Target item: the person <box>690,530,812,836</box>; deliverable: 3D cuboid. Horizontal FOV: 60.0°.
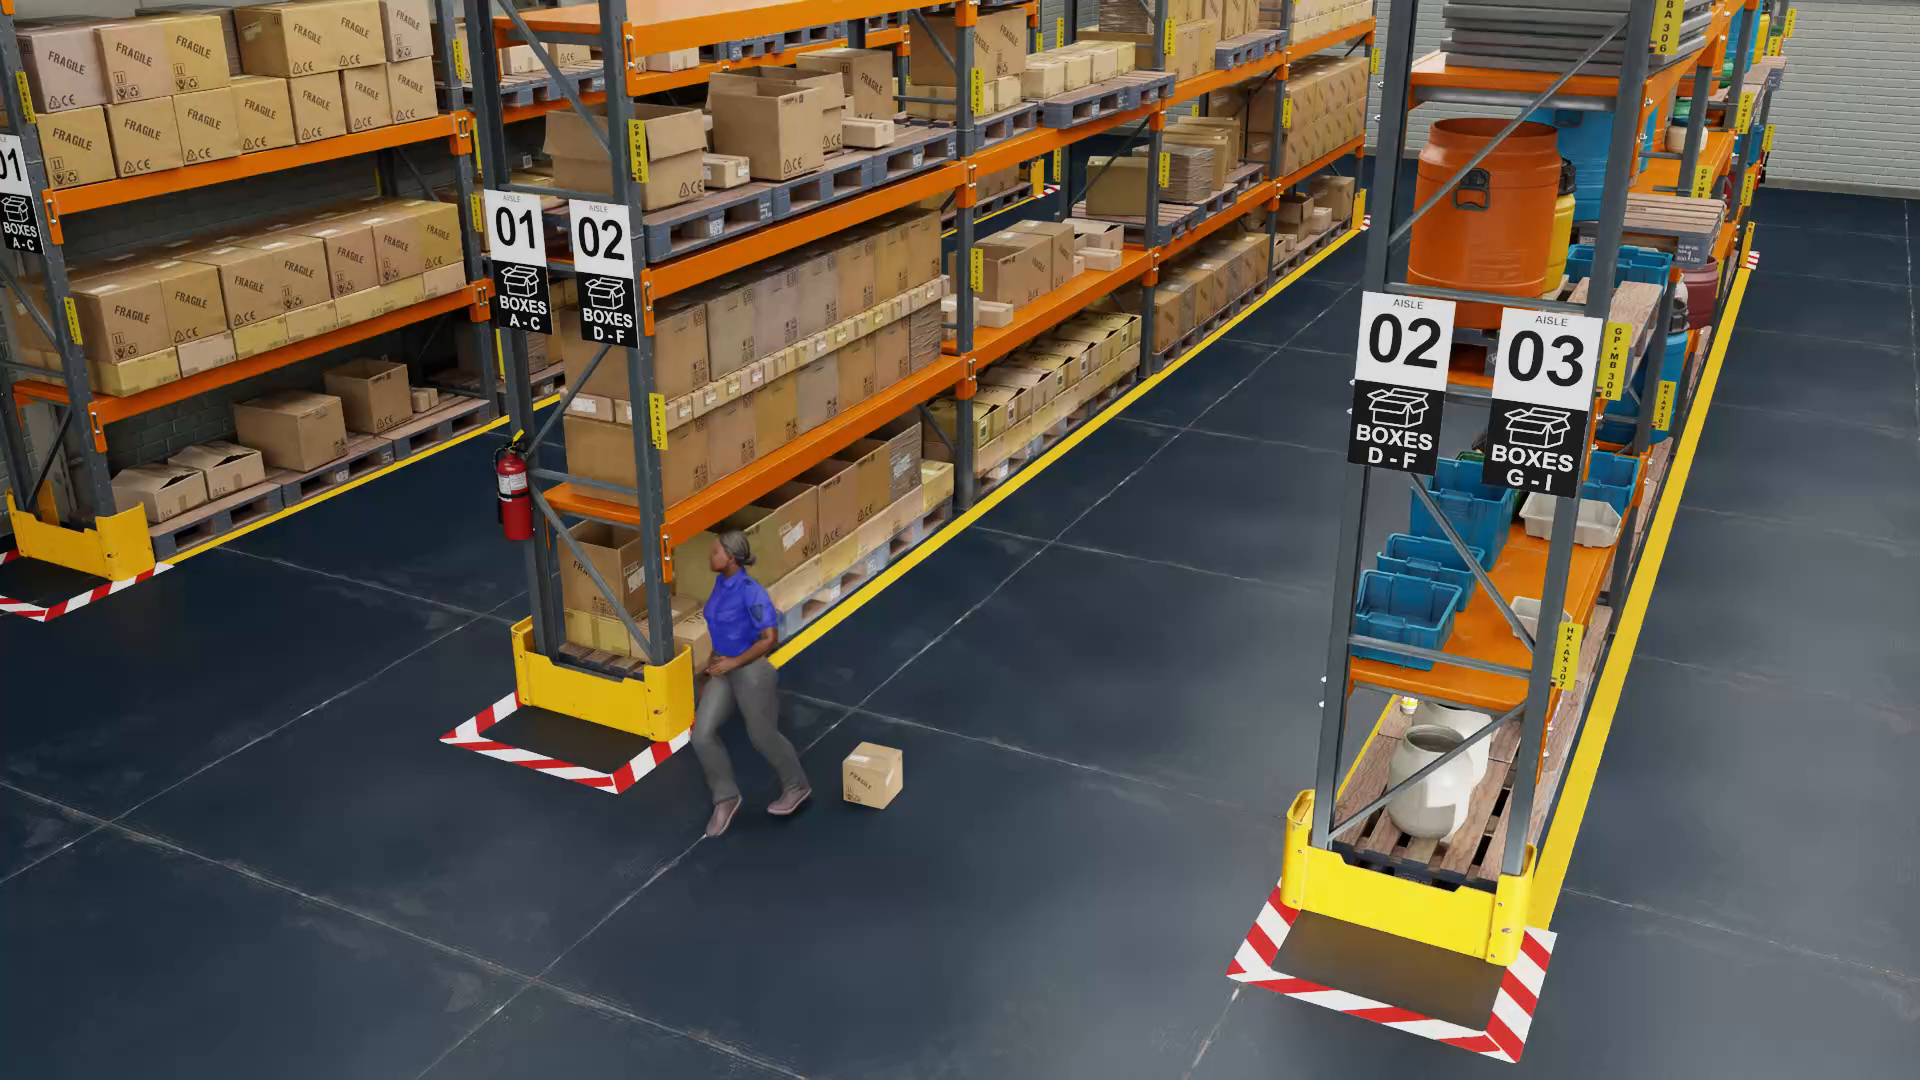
[{"bbox_3d":[-1.193,0.757,8.988,0.635,1.676,0.651,-18,29,-36],"label":"person"}]
